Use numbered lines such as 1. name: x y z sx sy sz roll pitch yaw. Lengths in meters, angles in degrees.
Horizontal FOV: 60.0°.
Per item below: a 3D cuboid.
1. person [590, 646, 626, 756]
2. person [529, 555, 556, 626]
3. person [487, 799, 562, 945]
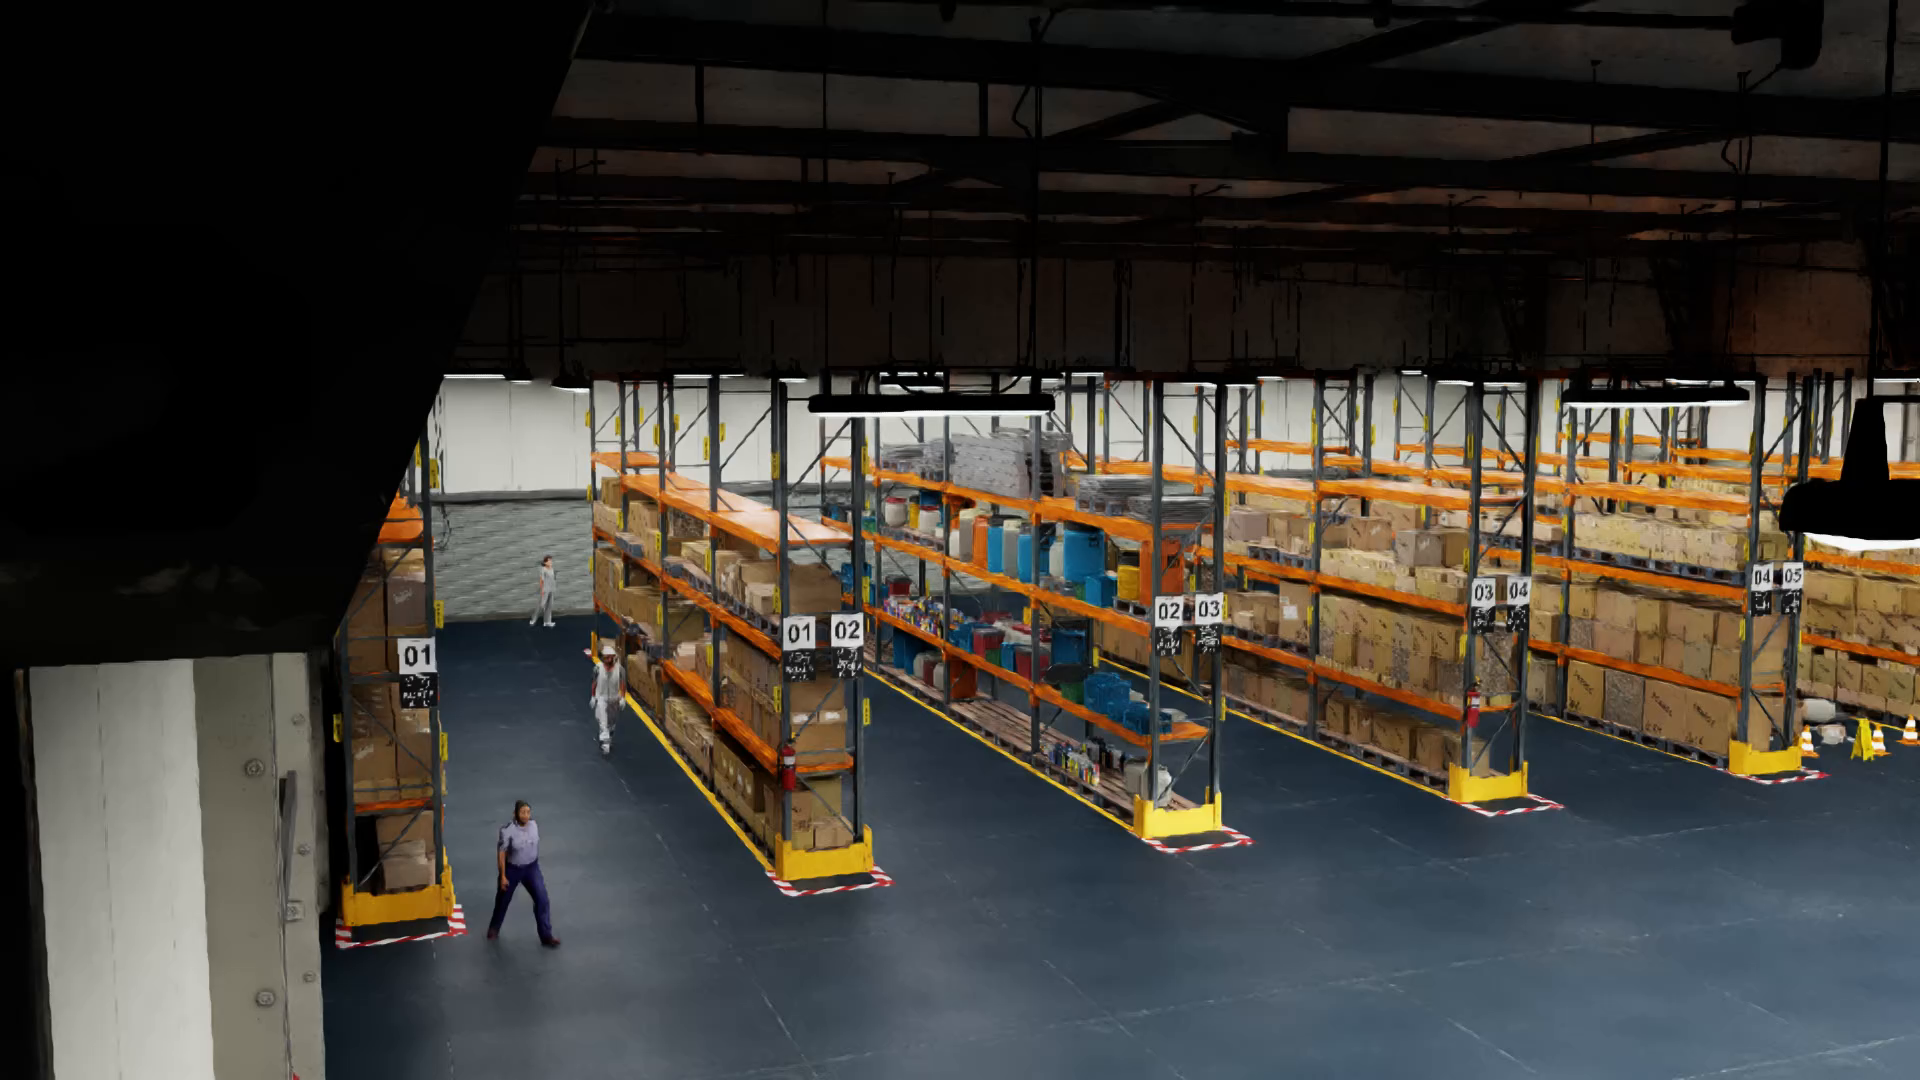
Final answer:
1. person: -5.578 2.518 26.451 0.550 1.709 1.128 -3 7 -22
2. person: -9.731 1.187 38.720 0.497 1.664 0.642 3 7 28
3. person: -4.733 3.561 17.871 0.518 1.581 0.942 -6 9 -43
